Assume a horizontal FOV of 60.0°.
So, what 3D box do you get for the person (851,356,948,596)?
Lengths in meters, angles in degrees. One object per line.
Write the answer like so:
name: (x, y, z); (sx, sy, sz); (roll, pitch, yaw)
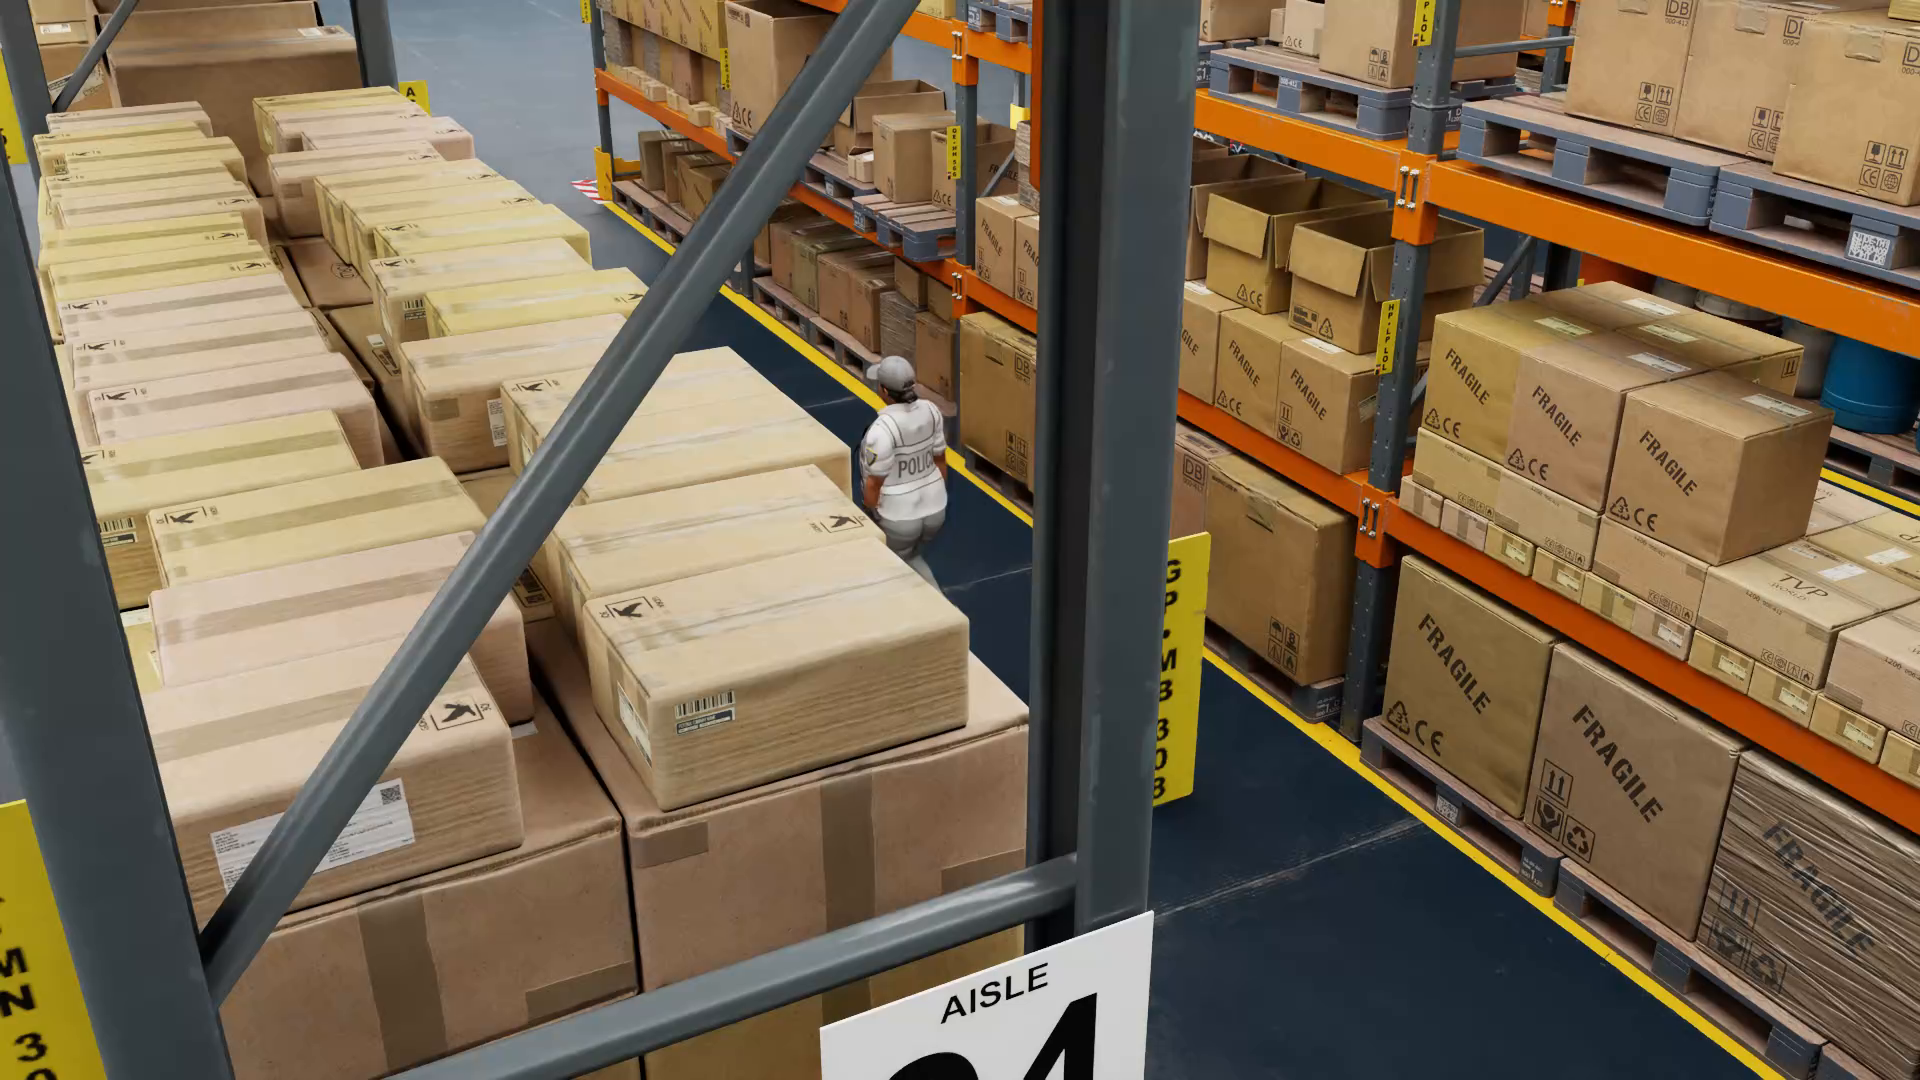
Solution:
person: (-0.274, -0.127, 8.322); (0.463, 1.661, 0.485); (20, 32, 35)
